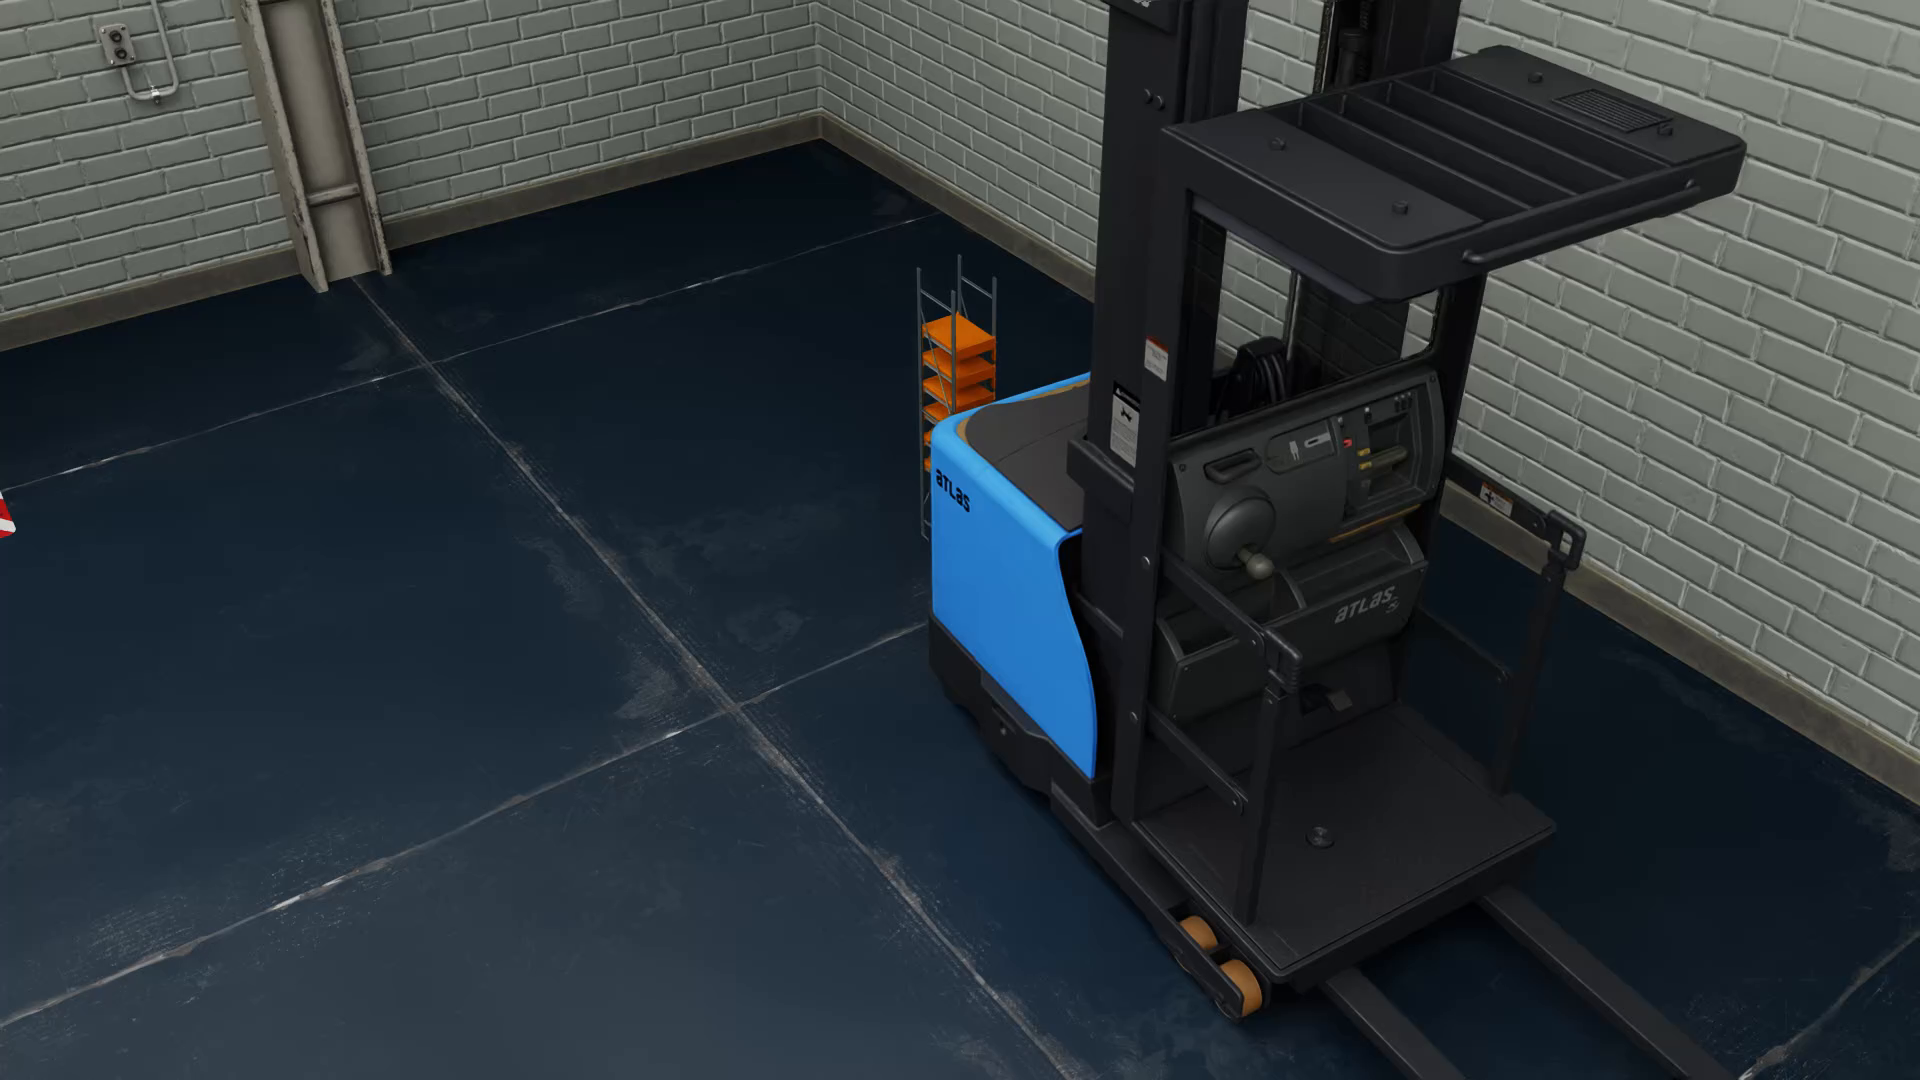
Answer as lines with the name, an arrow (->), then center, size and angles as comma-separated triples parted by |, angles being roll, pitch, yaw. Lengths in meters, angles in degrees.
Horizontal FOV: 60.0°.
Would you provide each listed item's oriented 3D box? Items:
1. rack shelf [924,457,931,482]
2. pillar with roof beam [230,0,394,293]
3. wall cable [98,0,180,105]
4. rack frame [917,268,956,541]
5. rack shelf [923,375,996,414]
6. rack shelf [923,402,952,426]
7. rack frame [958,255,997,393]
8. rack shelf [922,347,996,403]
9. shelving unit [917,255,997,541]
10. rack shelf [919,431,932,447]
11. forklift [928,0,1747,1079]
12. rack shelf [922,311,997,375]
rack shelf -> -0.012, -0.251, 6.559 | 0.180, 0.103, 0.258 | -22, 41, -28
pillar with roof beam -> -0.730, -3.002, 3.217 | 0.400, 9.000, 9.100 | -22, 41, -28
wall cable -> -4.416, -2.595, 6.919 | 1.851, 1.984, 0.084 | -22, 41, -28
rack frame -> -0.087, -0.451, 6.350 | 0.006, 1.200, 0.240 | -22, 41, -28
rack shelf -> -0.012, -0.544, 6.349 | 0.180, 0.103, 0.258 | -22, 41, -28
rack shelf -> -0.012, -0.446, 6.419 | 0.180, 0.103, 0.258 | -22, 41, -28
rack frame -> 0.063, -0.513, 6.436 | 0.006, 1.200, 0.240 | -22, 41, -28
rack shelf -> -0.012, -0.641, 6.279 | 0.180, 0.103, 0.258 | -22, 41, -28
shelving unit -> -0.012, -0.482, 6.393 | 0.189, 1.200, 0.258 | -22, 41, -28
rack shelf -> -0.012, -0.349, 6.489 | 0.180, 0.103, 0.258 | -22, 41, -28
forklift -> 1.079, -0.118, 4.404 | 1.130, 2.935, 3.031 | -19, 40, -25
rack shelf -> -0.012, -0.738, 6.209 | 0.180, 0.103, 0.258 | -22, 41, -28
